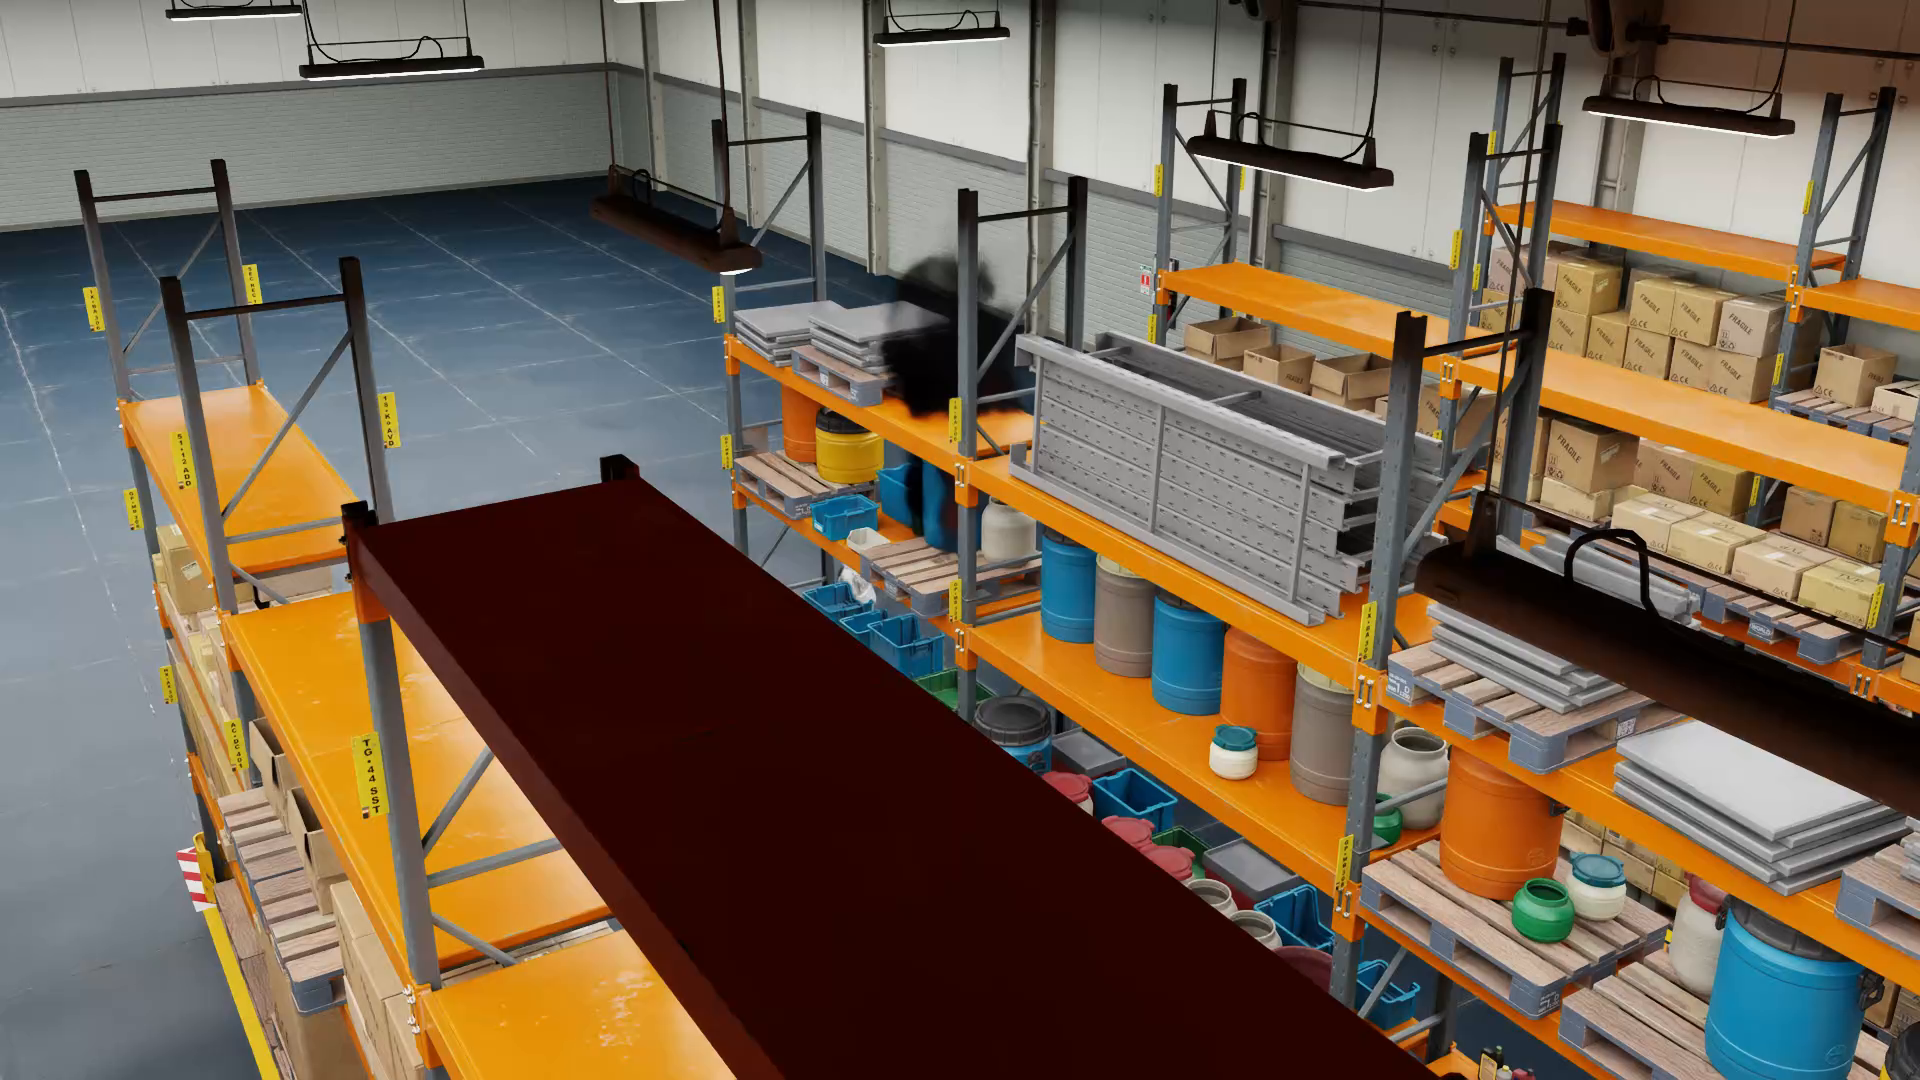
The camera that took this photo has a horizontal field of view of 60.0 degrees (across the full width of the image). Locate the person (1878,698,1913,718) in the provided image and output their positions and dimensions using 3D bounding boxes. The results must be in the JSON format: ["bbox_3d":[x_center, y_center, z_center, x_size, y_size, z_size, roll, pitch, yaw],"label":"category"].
[{"bbox_3d":[8.334,1.826,14.487,0.634,1.833,0.865,-15,27,-33],"label":"person"}]

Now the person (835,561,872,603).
[{"bbox_3d":[-1.053,0.726,17.400,0.630,1.740,0.606,7,23,16],"label":"person"}]
